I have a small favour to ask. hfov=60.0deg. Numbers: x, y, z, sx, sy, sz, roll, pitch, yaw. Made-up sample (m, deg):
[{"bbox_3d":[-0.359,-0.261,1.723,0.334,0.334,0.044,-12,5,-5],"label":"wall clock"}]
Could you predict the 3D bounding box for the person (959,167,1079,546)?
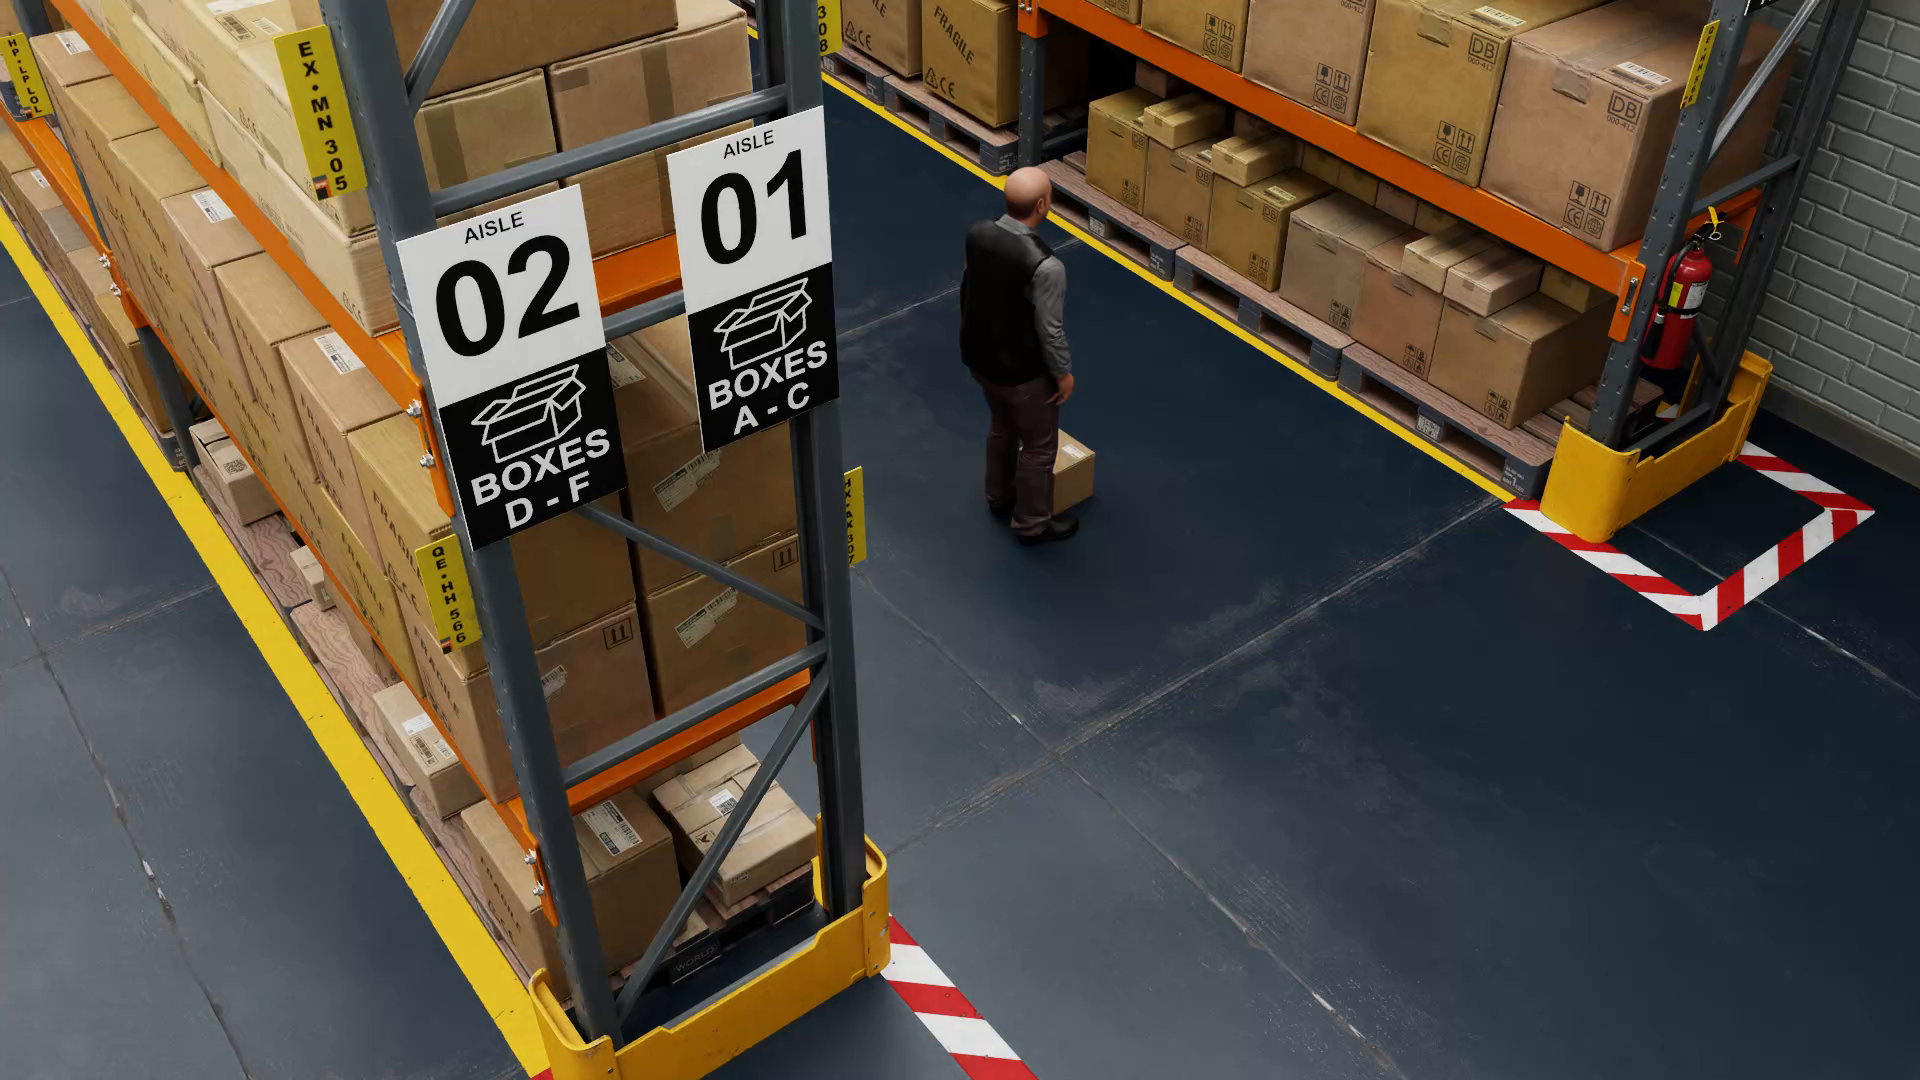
[{"bbox_3d":[0.243,-0.777,7.100,0.465,1.722,0.591,-28,48,-29],"label":"person"}]
